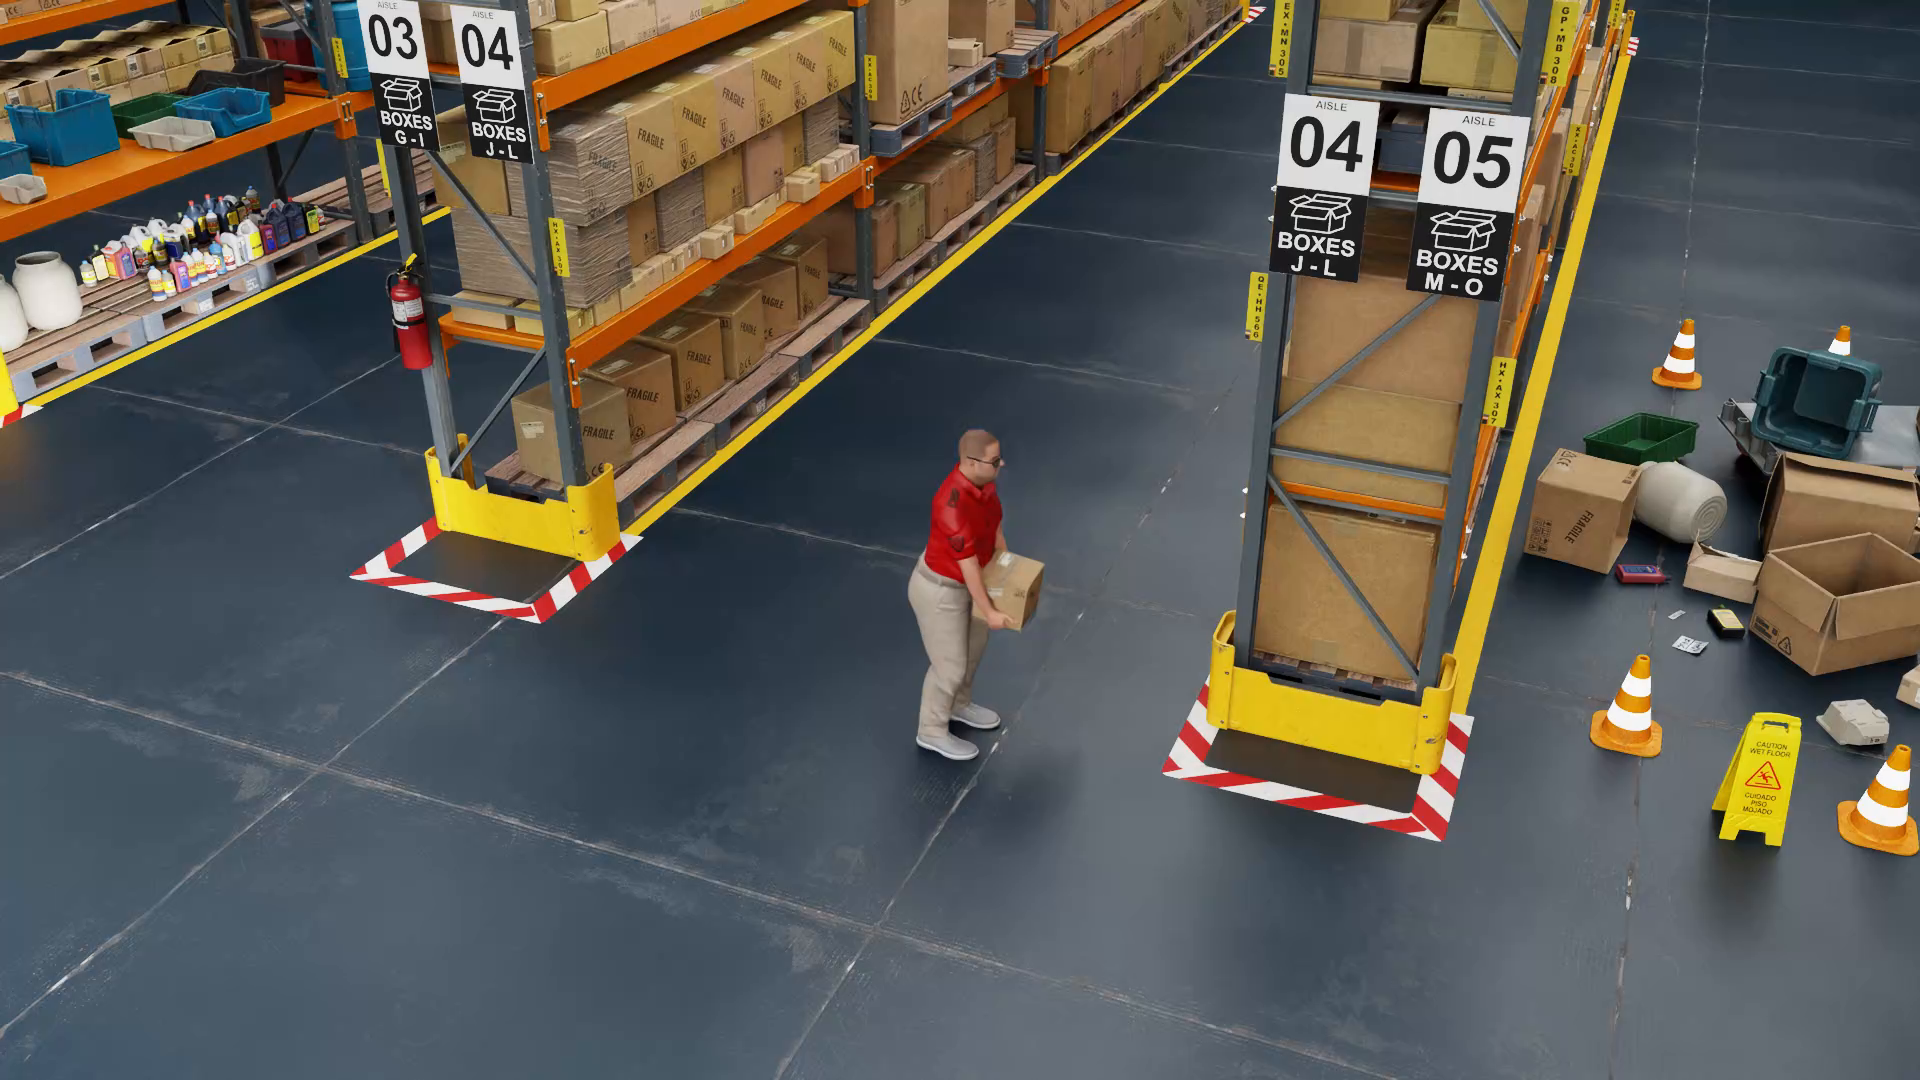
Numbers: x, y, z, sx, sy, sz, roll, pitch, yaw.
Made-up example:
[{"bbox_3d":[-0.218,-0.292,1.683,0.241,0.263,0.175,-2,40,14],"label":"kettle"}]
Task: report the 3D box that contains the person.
[{"bbox_3d":[-0.020,0.309,8.077,0.404,1.533,0.483,11,31,18],"label":"person"}]
